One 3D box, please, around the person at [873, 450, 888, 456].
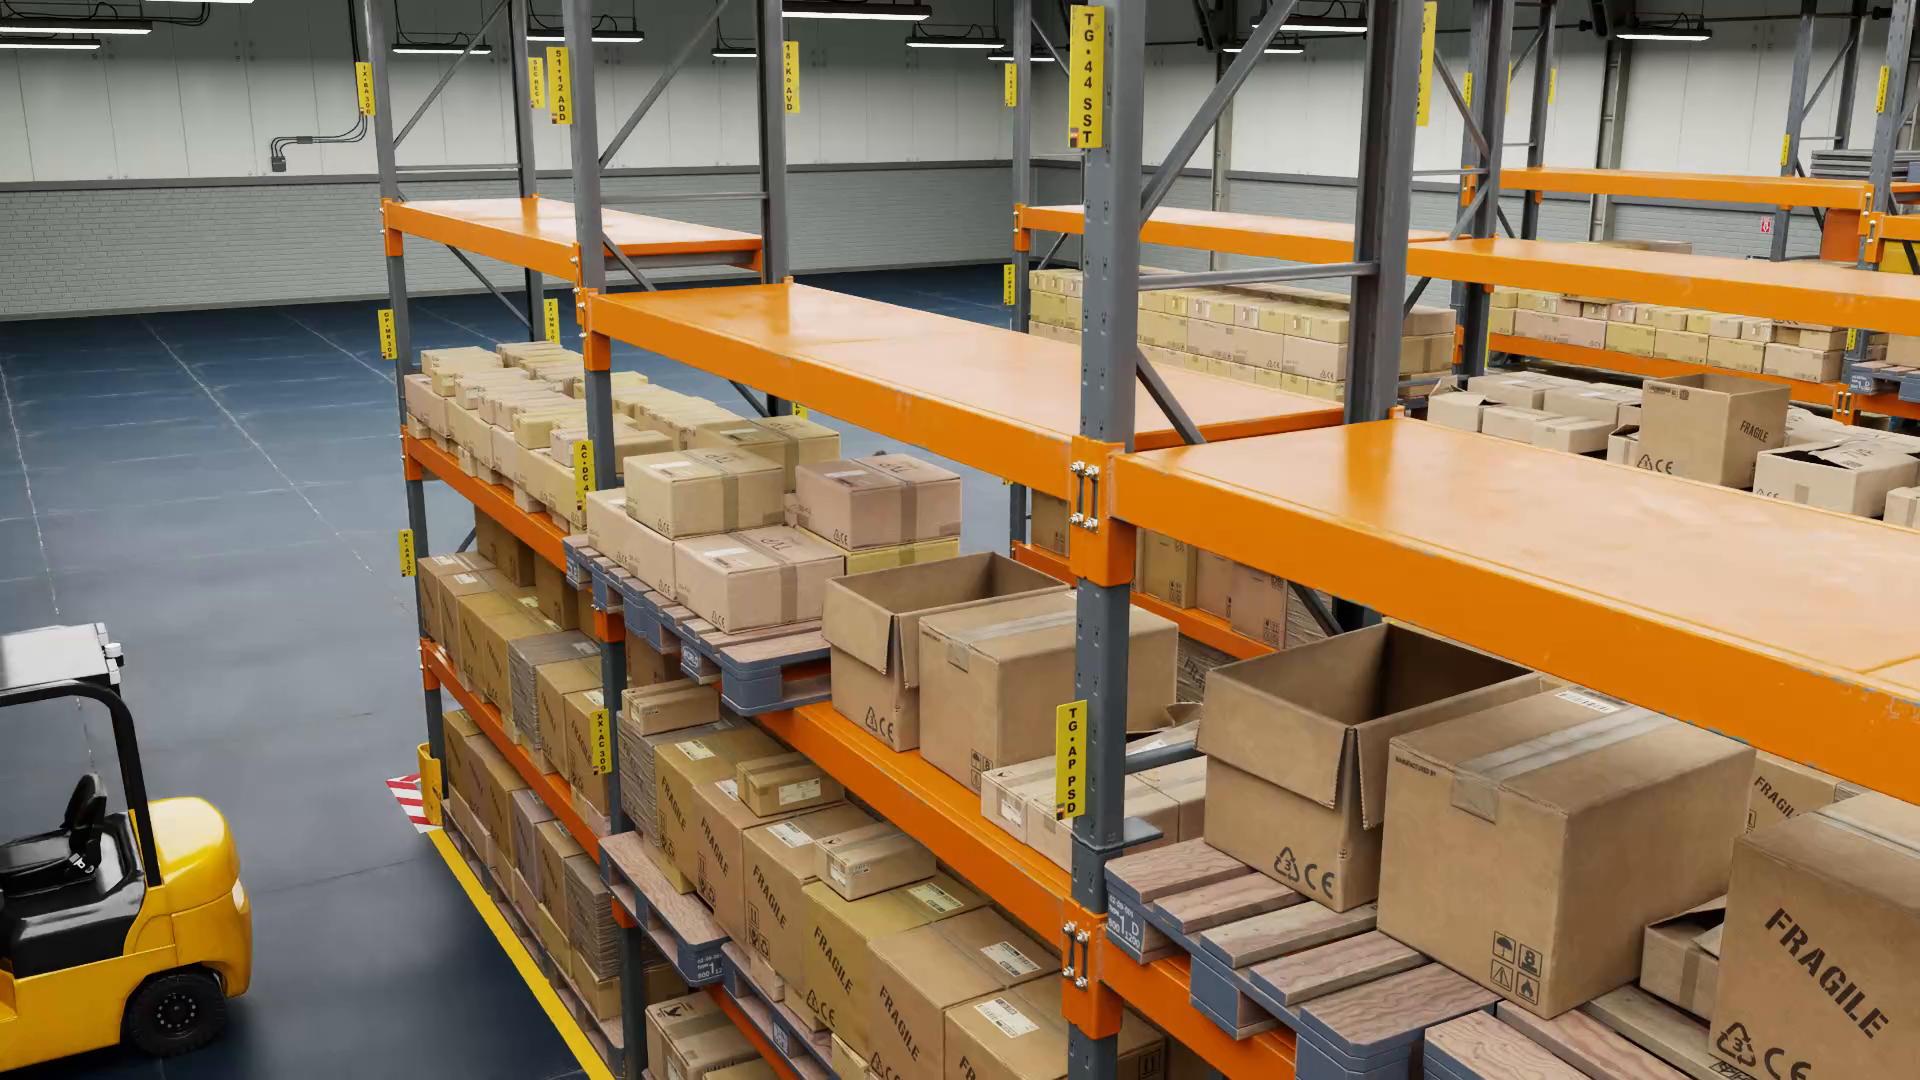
[{"bbox_3d":[-0.715,-0.064,16.262,0.507,1.655,0.347,-9,17,-30],"label":"person"}]
